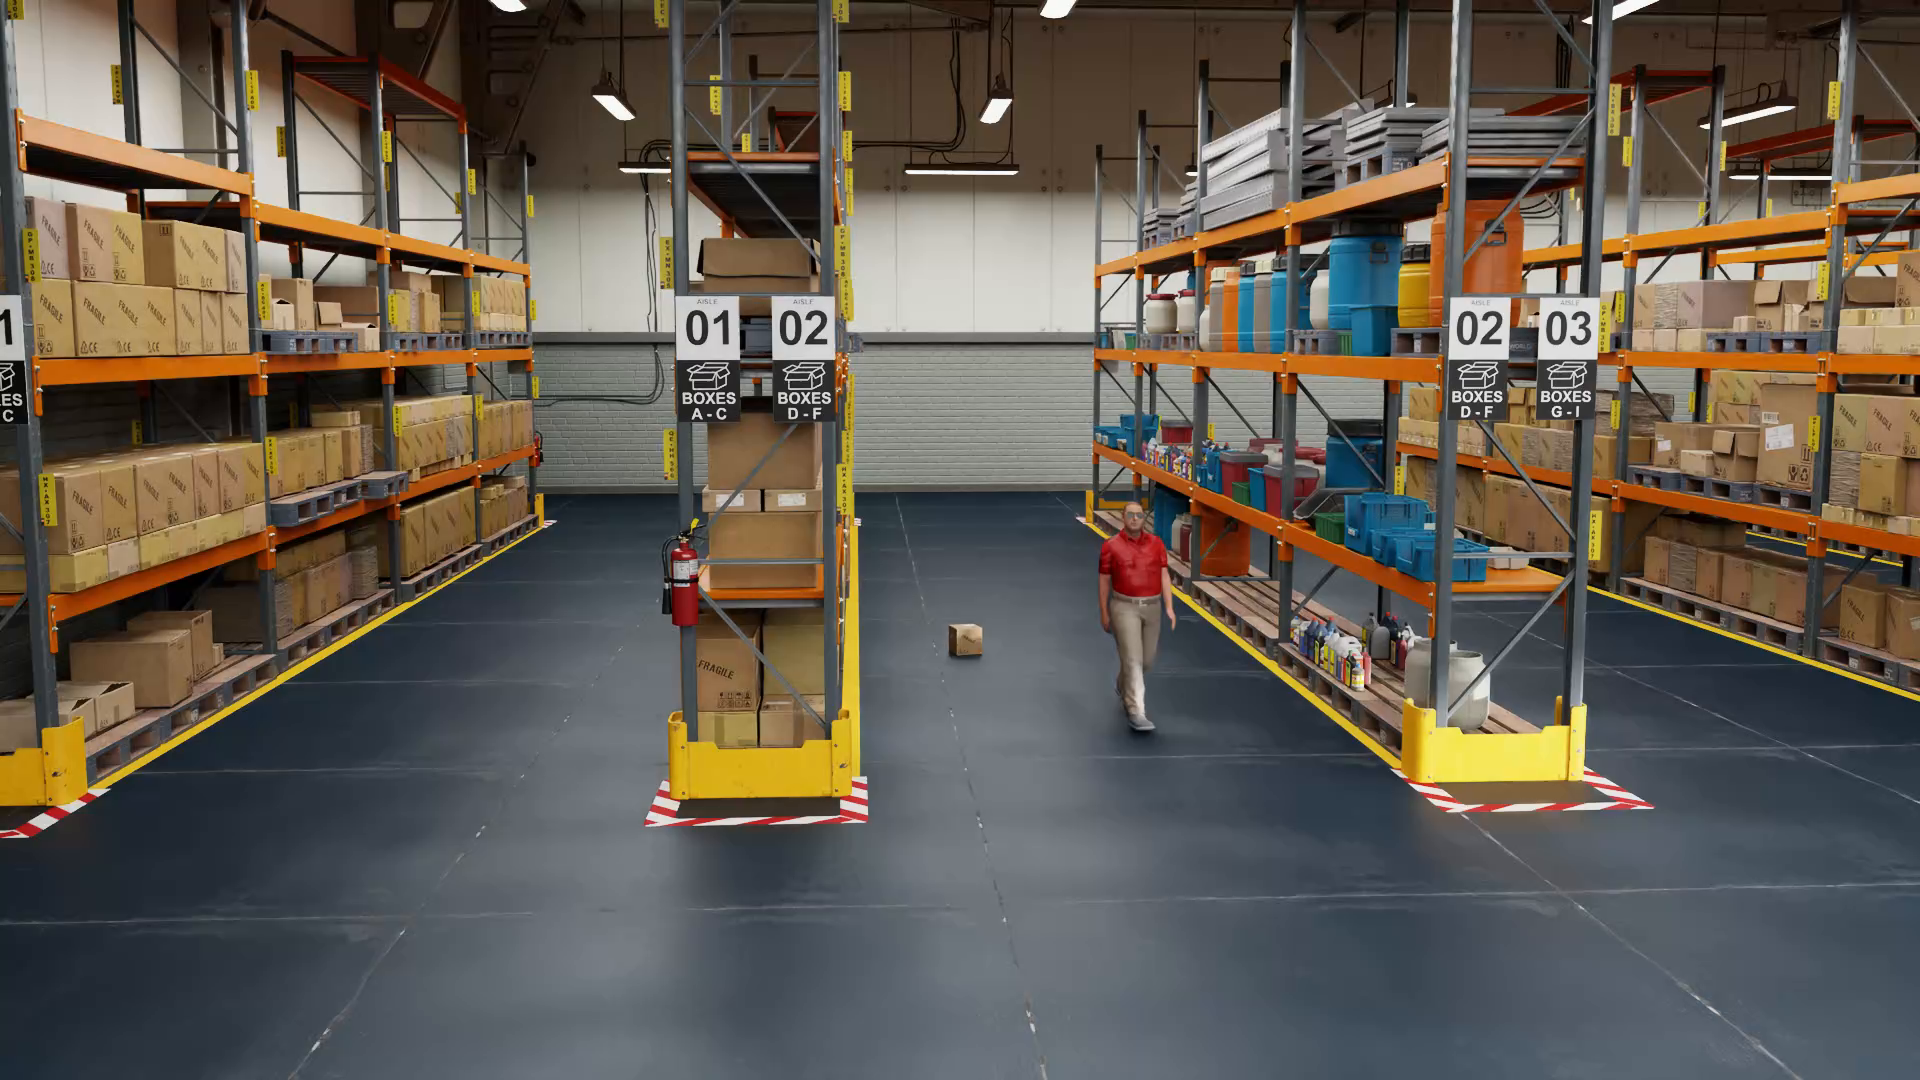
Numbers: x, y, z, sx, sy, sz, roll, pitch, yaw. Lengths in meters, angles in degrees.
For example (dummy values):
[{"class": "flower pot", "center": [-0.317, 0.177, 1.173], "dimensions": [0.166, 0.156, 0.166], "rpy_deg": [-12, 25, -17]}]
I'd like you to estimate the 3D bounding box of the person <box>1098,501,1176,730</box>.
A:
[{"class": "person", "center": [1.354, 0.546, 12.741], "dimensions": [0.525, 1.678, 1.008], "rpy_deg": [-2, 7, -20]}]
